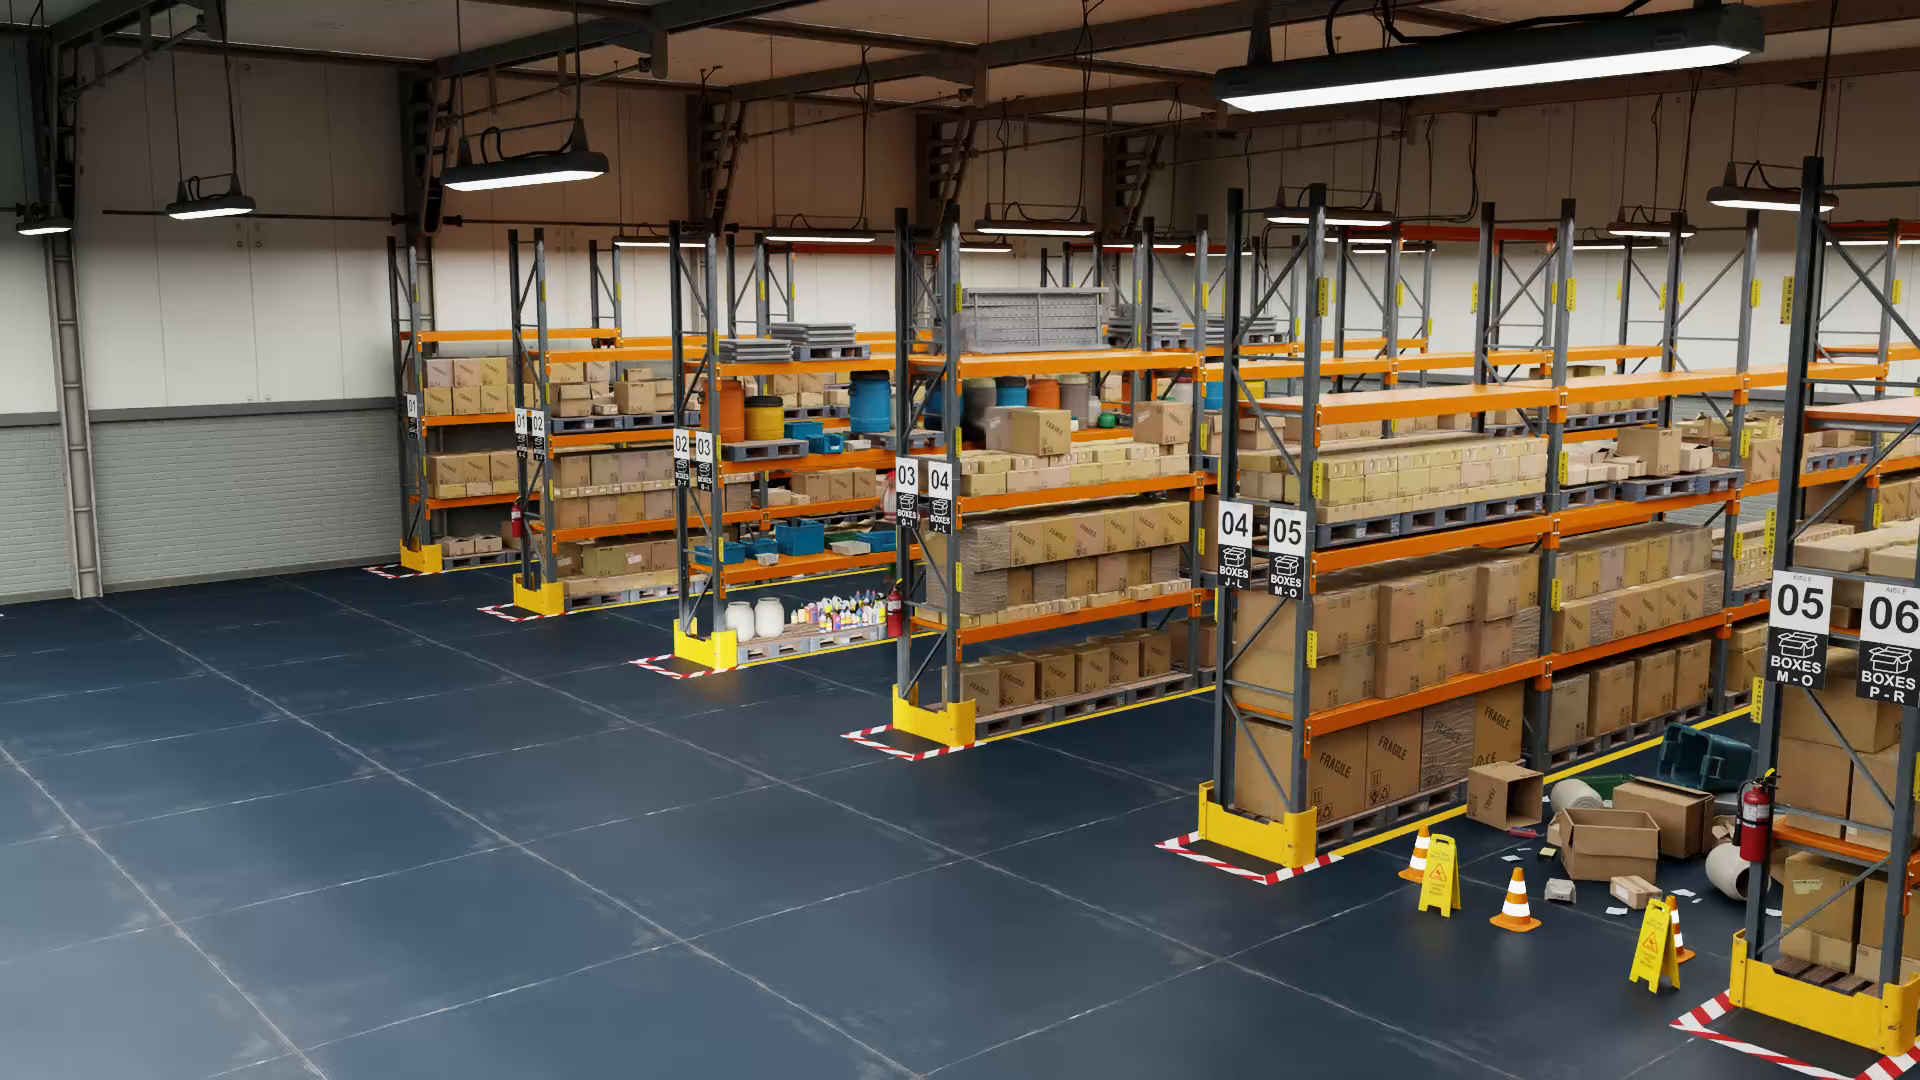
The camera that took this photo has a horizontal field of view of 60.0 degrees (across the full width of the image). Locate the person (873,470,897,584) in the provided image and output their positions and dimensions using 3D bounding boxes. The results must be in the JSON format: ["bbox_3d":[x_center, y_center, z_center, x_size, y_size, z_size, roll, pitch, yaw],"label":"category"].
[{"bbox_3d":[-1.075,-0.241,27.514,0.598,1.844,0.838,7,12,40],"label":"person"}]
